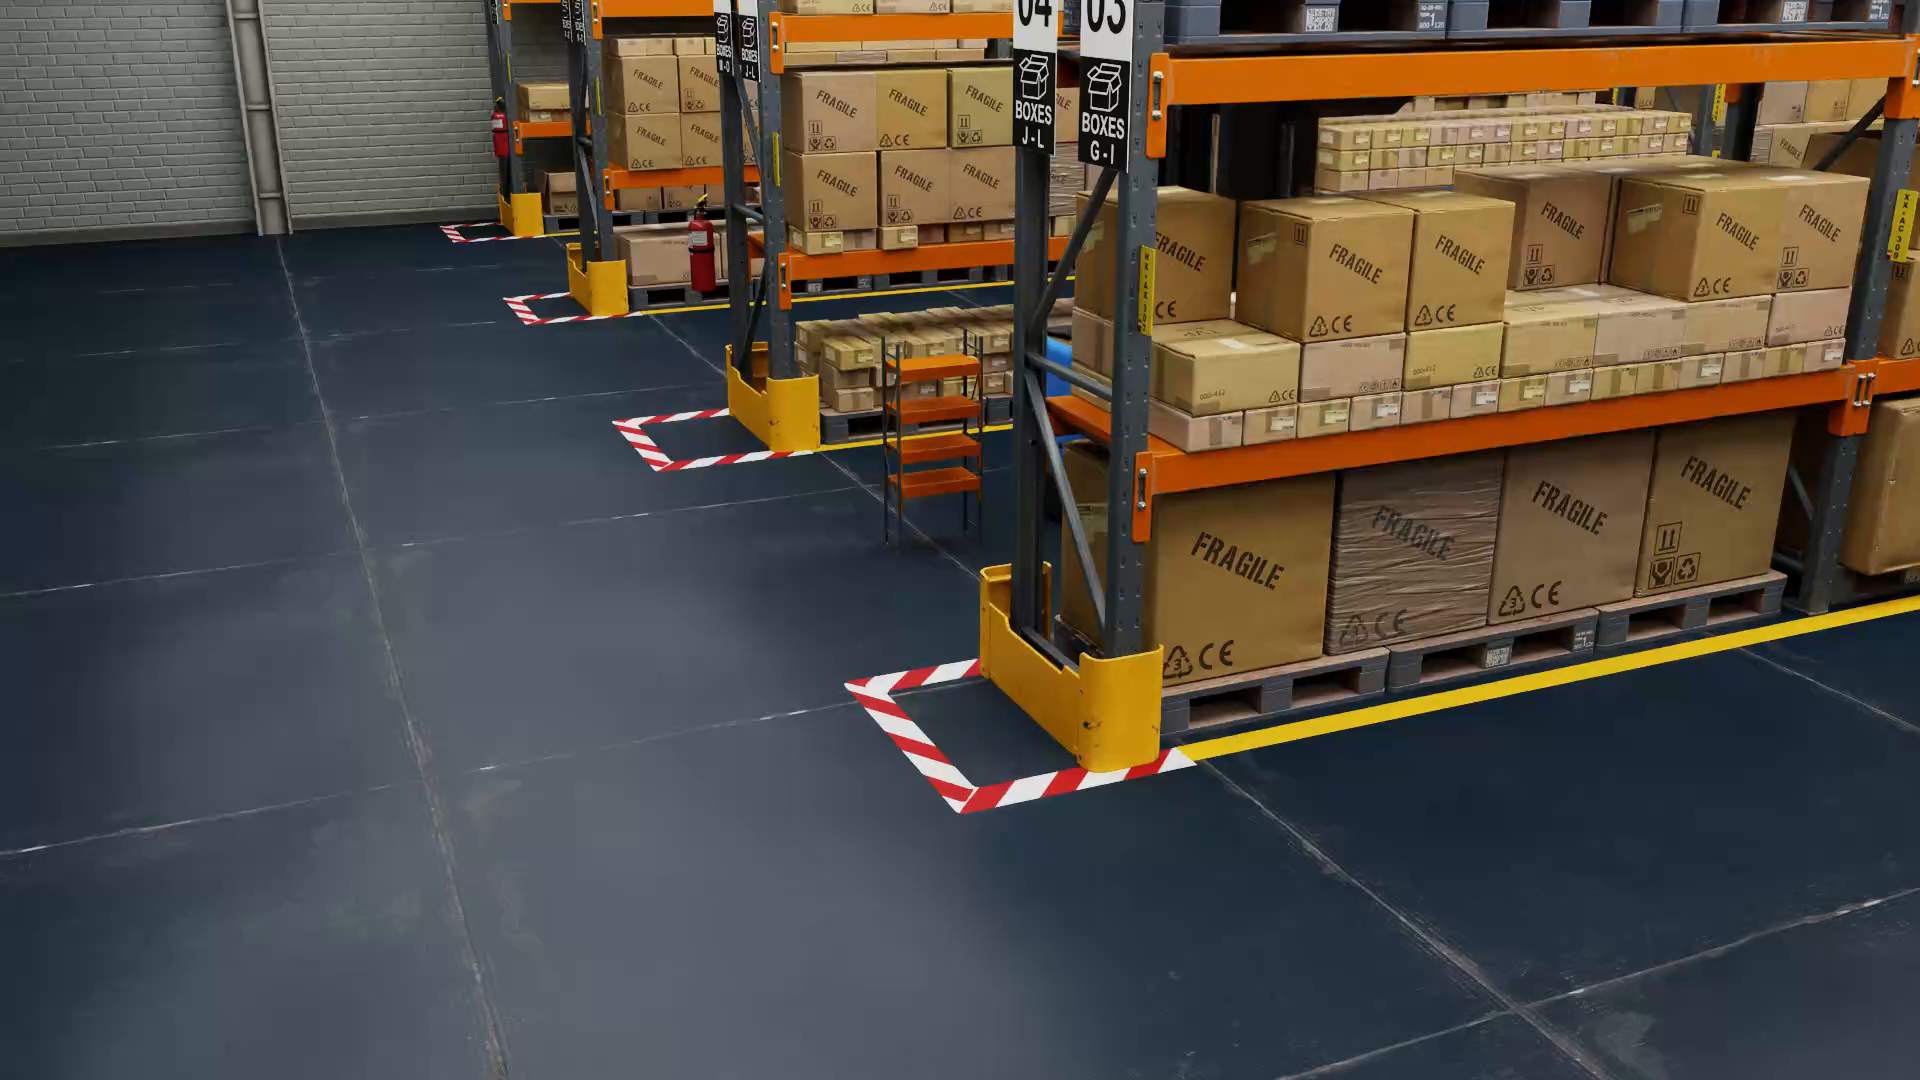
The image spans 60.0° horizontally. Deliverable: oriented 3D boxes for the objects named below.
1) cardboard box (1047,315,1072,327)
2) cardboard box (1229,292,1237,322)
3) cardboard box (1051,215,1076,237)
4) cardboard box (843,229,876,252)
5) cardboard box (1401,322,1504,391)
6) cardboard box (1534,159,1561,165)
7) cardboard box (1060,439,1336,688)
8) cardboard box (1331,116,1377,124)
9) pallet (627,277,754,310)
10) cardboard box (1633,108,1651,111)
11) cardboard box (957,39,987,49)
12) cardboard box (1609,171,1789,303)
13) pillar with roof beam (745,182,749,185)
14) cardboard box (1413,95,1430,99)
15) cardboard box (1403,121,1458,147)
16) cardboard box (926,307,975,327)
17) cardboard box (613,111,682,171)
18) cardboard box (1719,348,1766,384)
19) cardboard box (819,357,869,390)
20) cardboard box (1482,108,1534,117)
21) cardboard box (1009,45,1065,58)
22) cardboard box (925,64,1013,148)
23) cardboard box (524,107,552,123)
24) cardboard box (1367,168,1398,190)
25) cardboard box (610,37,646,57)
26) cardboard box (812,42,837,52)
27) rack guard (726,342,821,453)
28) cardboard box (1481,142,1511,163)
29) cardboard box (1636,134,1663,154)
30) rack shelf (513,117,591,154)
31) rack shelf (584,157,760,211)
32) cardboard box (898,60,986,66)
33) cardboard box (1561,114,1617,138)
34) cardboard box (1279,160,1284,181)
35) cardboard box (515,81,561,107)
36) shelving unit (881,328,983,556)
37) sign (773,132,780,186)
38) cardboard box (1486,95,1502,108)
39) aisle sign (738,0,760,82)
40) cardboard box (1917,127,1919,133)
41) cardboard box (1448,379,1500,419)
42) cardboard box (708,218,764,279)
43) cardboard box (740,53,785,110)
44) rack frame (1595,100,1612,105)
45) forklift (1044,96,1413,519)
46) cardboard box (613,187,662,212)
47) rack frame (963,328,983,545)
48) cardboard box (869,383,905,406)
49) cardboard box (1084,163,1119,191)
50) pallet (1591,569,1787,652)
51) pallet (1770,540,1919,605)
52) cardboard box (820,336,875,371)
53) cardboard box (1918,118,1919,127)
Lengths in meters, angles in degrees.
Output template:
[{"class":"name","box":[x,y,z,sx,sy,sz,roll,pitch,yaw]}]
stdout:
[{"class":"cardboard box","box":[0.621,-1.523,12.097,0.250,0.149,0.380,-8,21,-22]},{"class":"cardboard box","box":[1.290,-0.938,7.447,0.500,0.250,0.500,-9,21,-23]},{"class":"cardboard box","box":[0.709,-2.254,11.785,0.250,0.149,0.380,-8,21,-21]},{"class":"cardboard box","box":[-0.743,-2.053,11.214,0.250,0.149,0.380,-7,21,-20]},{"class":"cardboard box","box":[1.969,-0.843,7.177,0.500,0.250,0.500,-9,21,-24]},{"class":"cardboard box","box":[4.507,-2.943,13.109,0.250,0.149,0.380,-7,21,-20]},{"class":"cardboard box","box":[1.040,0.039,7.463,0.875,0.875,0.875,-8,21,-22]},{"class":"cardboard box","box":[3.061,-3.250,13.087,0.250,0.149,0.380,-9,21,-24]},{"class":"pallet","box":[-2.738,-2.493,16.284,1.213,0.211,1.003,-8,21,-22]},{"class":"cardboard box","box":[7.994,-5.083,19.819,0.250,0.149,0.380,-8,21,-22]},{"class":"cardboard box","box":[0.075,-4.892,16.267,0.250,0.149,0.380,-9,21,-23]},{"class":"cardboard box","box":[3.379,-1.400,7.630,0.500,0.500,0.500,-8,21,-21]},{"class":"pillar with roof beam","box":[-1.029,-7.419,17.042,0.400,9.000,9.100,-8,21,-22]},{"class":"cardboard box","box":[4.885,-5.176,18.476,0.500,0.500,0.500,-7,21,-19]},{"class":"cardboard box","box":[3.549,-3.084,12.615,0.250,0.149,0.380,-8,21,-23]},{"class":"cardboard box","box":[-0.074,-1.619,12.368,0.250,0.149,0.380,-7,21,-20]},{"class":"cardboard box","box":[-2.887,-3.702,15.368,0.500,0.500,0.500,-8,21,-22]},{"class":"cardboard box","box":[3.535,-0.857,7.818,0.250,0.149,0.380,-9,21,-23]},{"class":"cardboard box","box":[-0.805,-1.167,11.532,0.250,0.149,0.380,-7,21,-20]},{"class":"cardboard box","box":[4.493,-3.456,13.670,0.250,0.149,0.380,-7,21,-19]},{"class":"cardboard box","box":[0.749,-4.694,16.681,0.500,0.500,0.500,-8,21,-21]},{"class":"cardboard box","box":[0.077,-2.950,11.279,0.500,0.500,0.500,-9,21,-23]},{"class":"cardboard box","box":[-5.000,-5.033,19.679,0.250,0.149,0.380,-8,21,-22]},{"class":"cardboard box","box":[3.081,-2.738,12.529,0.250,0.149,0.380,-8,21,-21]},{"class":"cardboard box","box":[-3.006,-4.466,15.057,0.250,0.149,0.380,-8,21,-21]},{"class":"cardboard box","box":[-1.344,-4.707,15.740,0.250,0.149,0.380,-8,21,-22]},{"class":"rack guard","box":[-1.318,-1.014,11.648,0.348,0.500,1.175,-8,21,-22]},{"class":"cardboard box","box":[4.032,-3.015,12.865,0.250,0.149,0.380,-9,21,-23]},{"class":"cardboard box","box":[5.440,-3.216,13.436,0.250,0.149,0.380,-7,21,-20]},{"class":"rack shelf","box":[-3.574,-5.116,20.618,4.000,0.370,1.077,-8,21,-22]},{"class":"rack shelf","box":[-1.605,-3.603,16.321,4.000,0.370,1.077,-8,21,-22]},{"class":"cardboard box","box":[-0.127,-3.116,11.750,0.500,0.500,0.500,-7,21,-19]},{"class":"cardboard box","box":[4.974,-3.288,13.194,0.250,0.149,0.380,-7,21,-20]},{"class":"cardboard box","box":[2.571,-2.901,12.991,0.250,0.149,0.380,-9,21,-23]},{"class":"cardboard box","box":[-5.094,-5.403,20.129,0.500,0.250,0.500,-8,21,-20]},{"class":"shelving unit","box":[-0.152,-0.544,9.261,0.503,1.200,0.258,-8,21,-22]},{"class":"sign","box":[-1.173,-2.426,10.591,0.005,0.325,0.100,-8,21,-22]},{"class":"cardboard box","box":[5.989,-5.052,19.100,0.250,0.149,0.380,-9,21,-24]},{"class":"aisle sign","box":[-1.336,-3.308,10.486,0.004,0.787,0.394,-8,21,-22]},{"class":"cardboard box","box":[5.375,-1.877,8.675,0.637,0.503,0.797,-8,21,-21]},{"class":"cardboard box","box":[2.120,-0.654,7.242,0.250,0.149,0.380,-8,21,-23]},{"class":"cardboard box","box":[-2.038,-2.909,16.492,0.875,0.438,0.875,-8,21,-20]},{"class":"cardboard box","box":[-1.946,-4.314,15.602,0.500,0.500,0.500,-8,21,-22]},{"class":"rack frame","box":[7.577,-5.258,19.938,0.127,3.000,1.000,-8,21,-22]},{"class":"forklift","box":[1.907,-1.684,9.893,3.031,2.935,1.130,-9,21,-24]},{"class":"cardboard box","box":[-4.011,-4.363,20.529,0.500,0.500,0.700,-7,21,-20]},{"class":"rack frame","box":[0.072,-0.576,9.352,0.015,1.200,0.240,-8,21,-22]},{"class":"cardboard box","box":[-0.572,-1.067,11.696,0.250,0.149,0.380,-8,21,-22]},{"class":"cardboard box","box":[1.018,-2.614,11.830,0.500,0.500,0.500,-8,21,-22]},{"class":"pallet","box":[3.428,0.208,8.612,1.213,0.211,1.003,-8,21,-22]},{"class":"pallet","box":[4.836,0.008,9.182,1.213,0.211,1.003,-8,21,-22]},{"class":"cardboard box","box":[-0.772,-1.282,11.411,0.250,0.149,0.380,-9,21,-24]},{"class":"cardboard box","box":[8.330,-3.525,14.867,0.500,0.500,0.500,-8,21,-21]}]
